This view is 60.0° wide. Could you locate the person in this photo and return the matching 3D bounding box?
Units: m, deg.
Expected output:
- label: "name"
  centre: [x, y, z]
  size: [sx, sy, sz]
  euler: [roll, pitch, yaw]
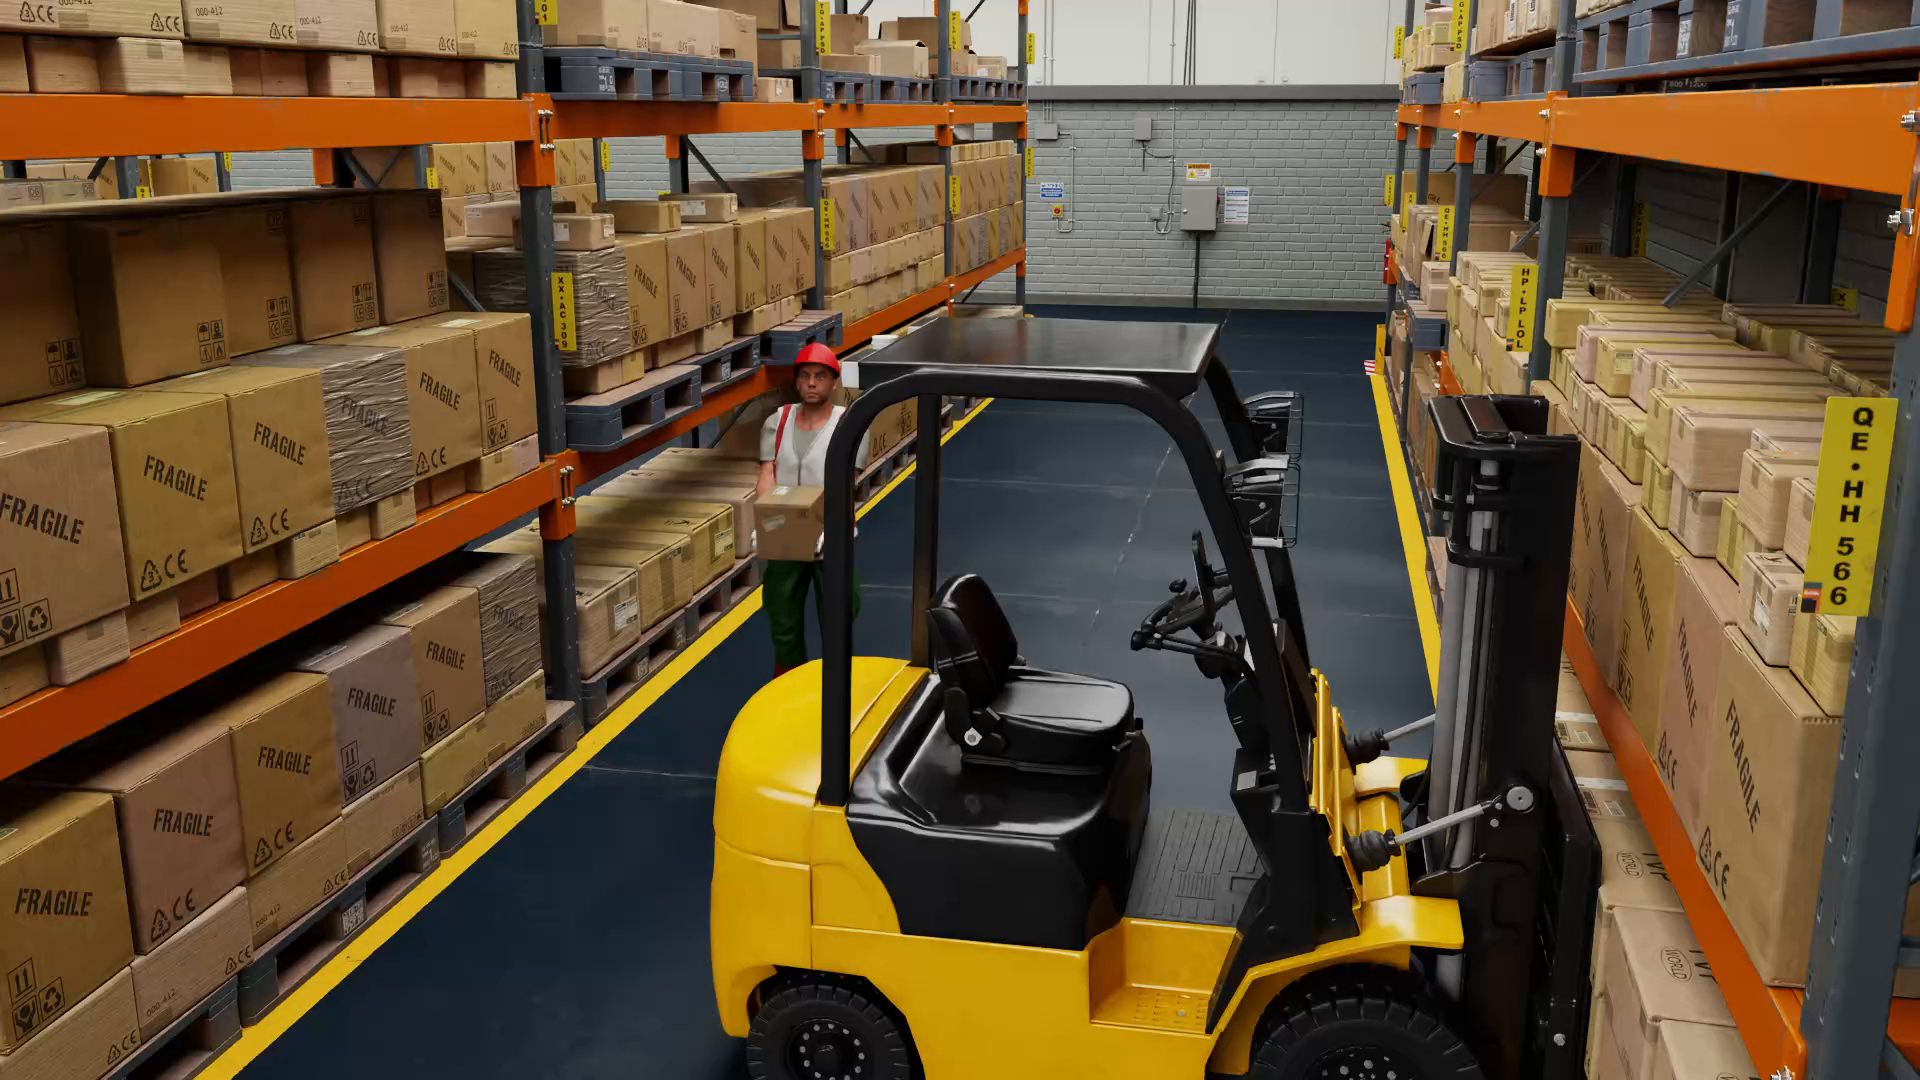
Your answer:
- label: "person"
  centre: [-0.666, 0.045, 7.298]
  size: [0.497, 1.785, 0.561]
  euler: [3, 15, 11]
